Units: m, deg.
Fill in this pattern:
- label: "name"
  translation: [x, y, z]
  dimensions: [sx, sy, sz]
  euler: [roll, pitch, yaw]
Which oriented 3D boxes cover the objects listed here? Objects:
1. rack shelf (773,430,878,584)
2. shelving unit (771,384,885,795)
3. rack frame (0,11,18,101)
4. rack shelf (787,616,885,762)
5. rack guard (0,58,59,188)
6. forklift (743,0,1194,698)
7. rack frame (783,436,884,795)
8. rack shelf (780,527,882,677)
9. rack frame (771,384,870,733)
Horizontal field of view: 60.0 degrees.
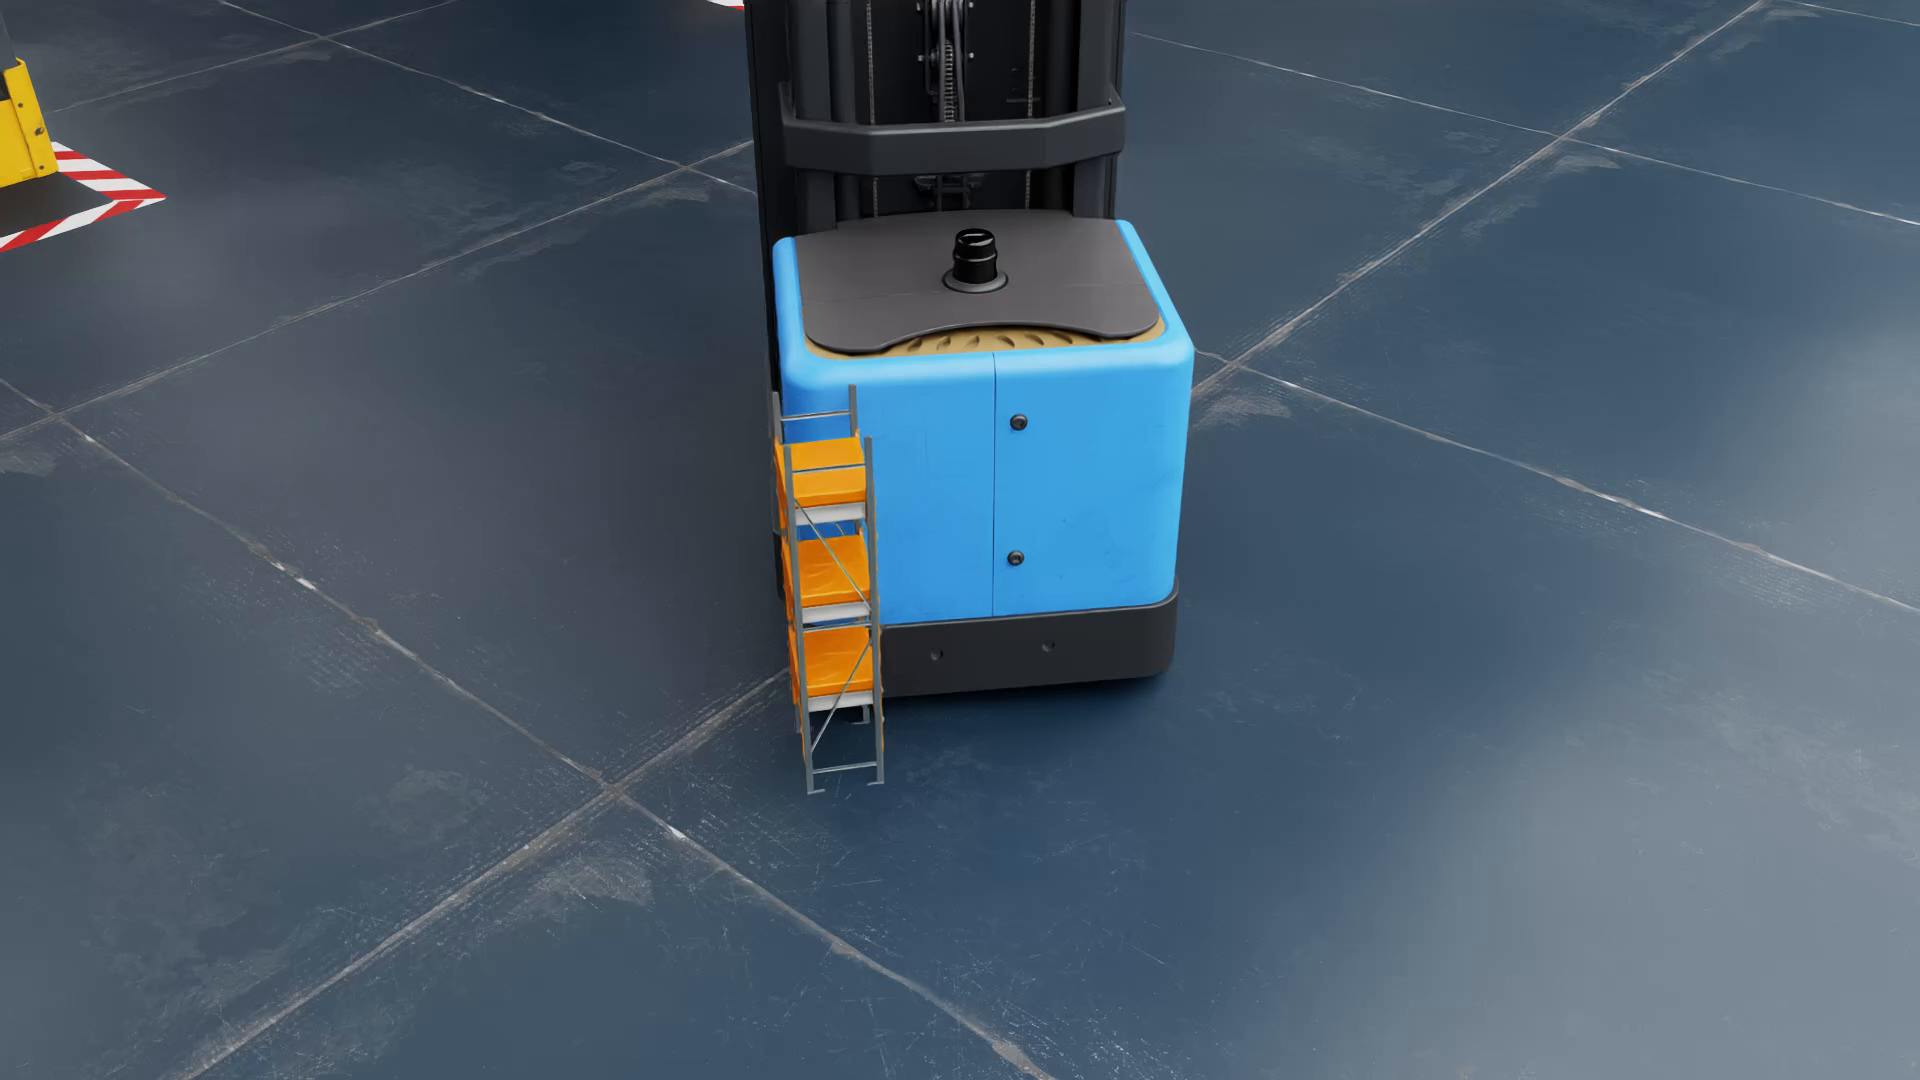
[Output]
- label: "rack shelf"
  translation: [-0.320, -0.081, 3.958]
  dimensions: [0.215, 0.259, 0.240]
  euler: [-6, 35, -9]
- label: "shelving unit"
  translation: [-0.320, 0.144, 4.113]
  dimensions: [0.215, 1.050, 0.252]
  euler: [-6, 35, -9]
- label: "rack frame"
  translation: [-4.602, -2.766, 6.629]
  dimensions: [0.127, 3.000, 1.000]
  euler: [25, 42, 32]
- label: "rack shelf"
  translation: [-0.320, 0.382, 4.276]
  dimensions: [0.215, 0.259, 0.240]
  euler: [-6, 35, -9]
- label: "rack guard"
  translation: [-4.691, -1.743, 7.347]
  dimensions: [0.348, 0.500, 1.175]
  euler: [25, 42, 32]
- label: "forklift"
  translation: [-0.101, -1.592, 4.979]
  dimensions: [1.130, 2.935, 3.031]
  euler: [-4, 35, -6]
- label: "rack frame"
  translation: [-0.296, 0.212, 4.015]
  dimensions: [0.200, 1.050, 0.008]
  euler: [-6, 35, -9]
- label: "rack shelf"
  translation: [-0.320, 0.153, 4.119]
  dimensions: [0.215, 0.259, 0.240]
  euler: [-6, 35, -9]
- label: "rack frame"
  translation: [-0.344, 0.076, 4.212]
  dimensions: [0.200, 1.050, 0.008]
  euler: [-6, 35, -9]
